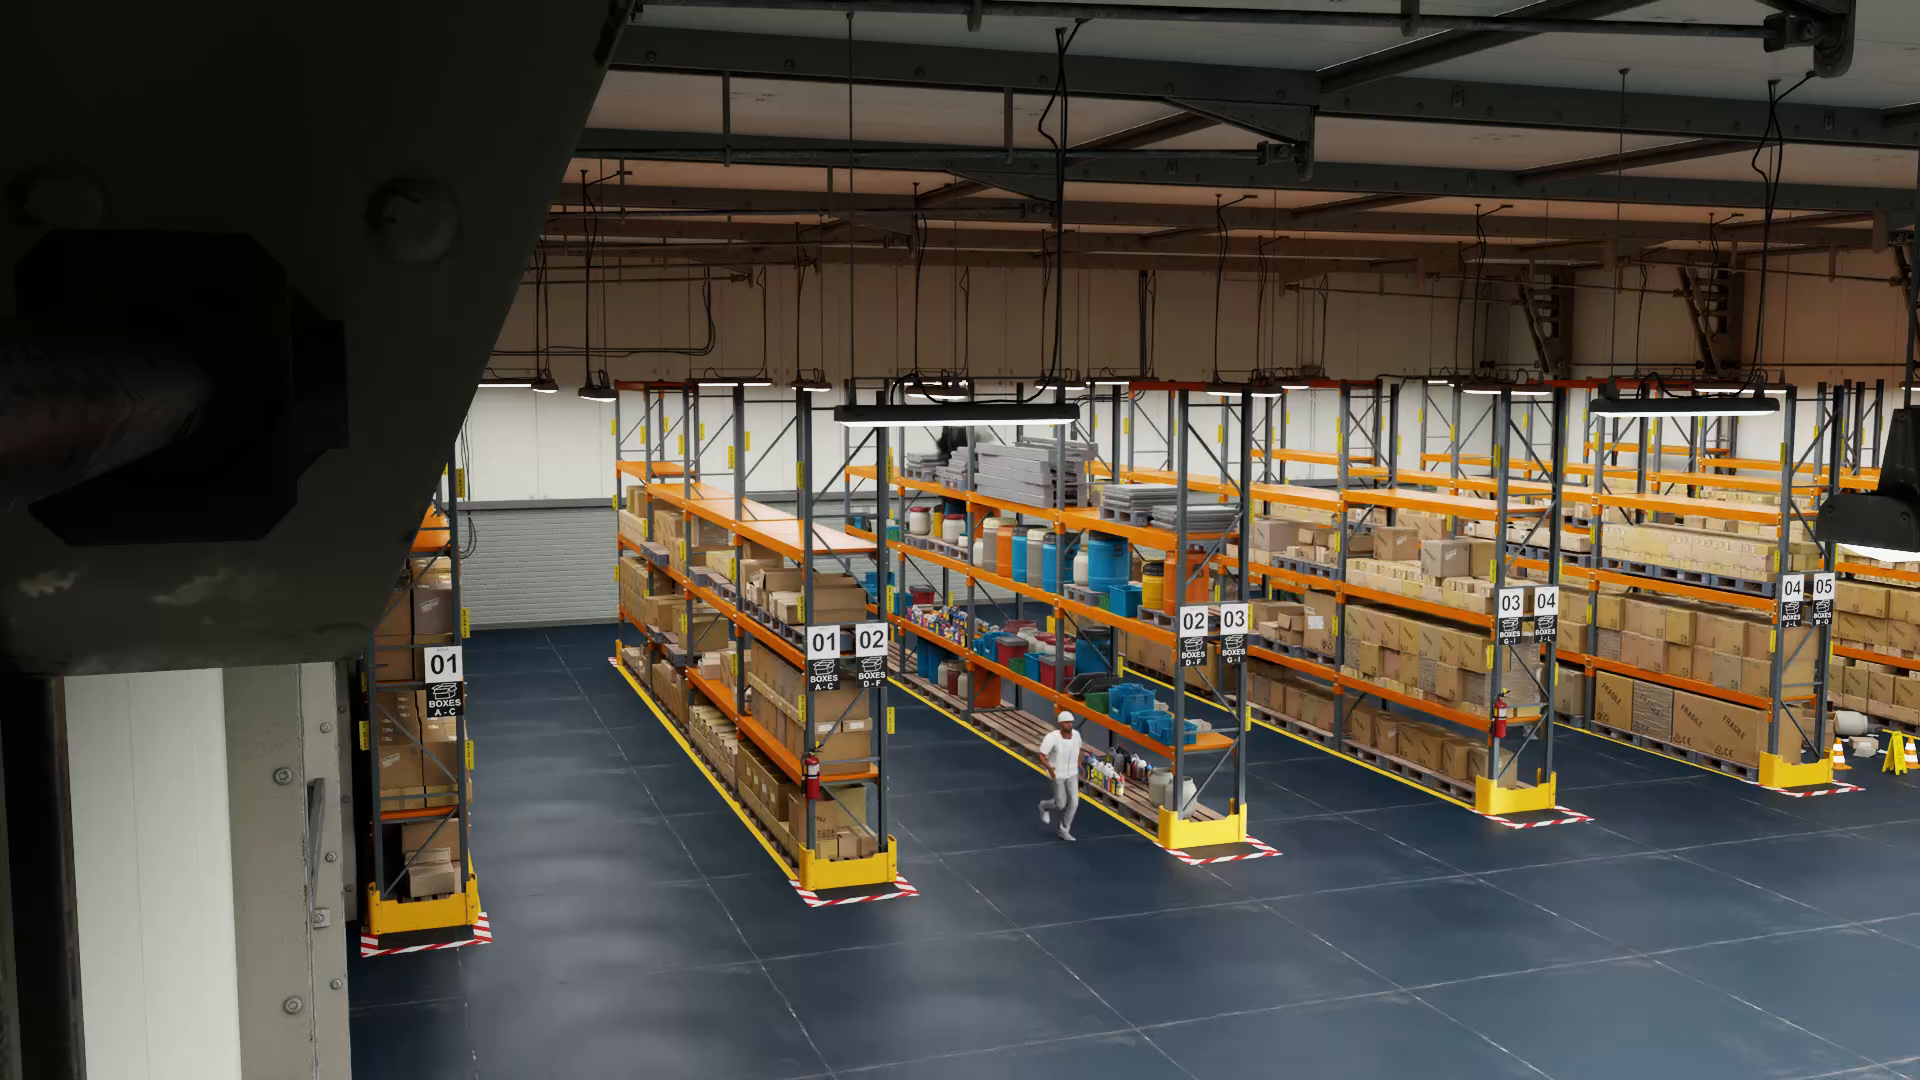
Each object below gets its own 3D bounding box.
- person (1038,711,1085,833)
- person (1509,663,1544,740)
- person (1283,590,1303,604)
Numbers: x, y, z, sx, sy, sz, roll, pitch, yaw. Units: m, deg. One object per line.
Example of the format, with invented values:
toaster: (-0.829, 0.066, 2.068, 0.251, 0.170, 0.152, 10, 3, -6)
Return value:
person: (1.364, 3.093, 22.279, 0.691, 1.655, 0.666, -3, 7, -27)
person: (9.579, 2.499, 28.227, 0.647, 1.727, 0.637, -3, 7, -30)
person: (8.328, 1.019, 41.853, 0.915, 1.833, 0.675, -2, 6, -18)
